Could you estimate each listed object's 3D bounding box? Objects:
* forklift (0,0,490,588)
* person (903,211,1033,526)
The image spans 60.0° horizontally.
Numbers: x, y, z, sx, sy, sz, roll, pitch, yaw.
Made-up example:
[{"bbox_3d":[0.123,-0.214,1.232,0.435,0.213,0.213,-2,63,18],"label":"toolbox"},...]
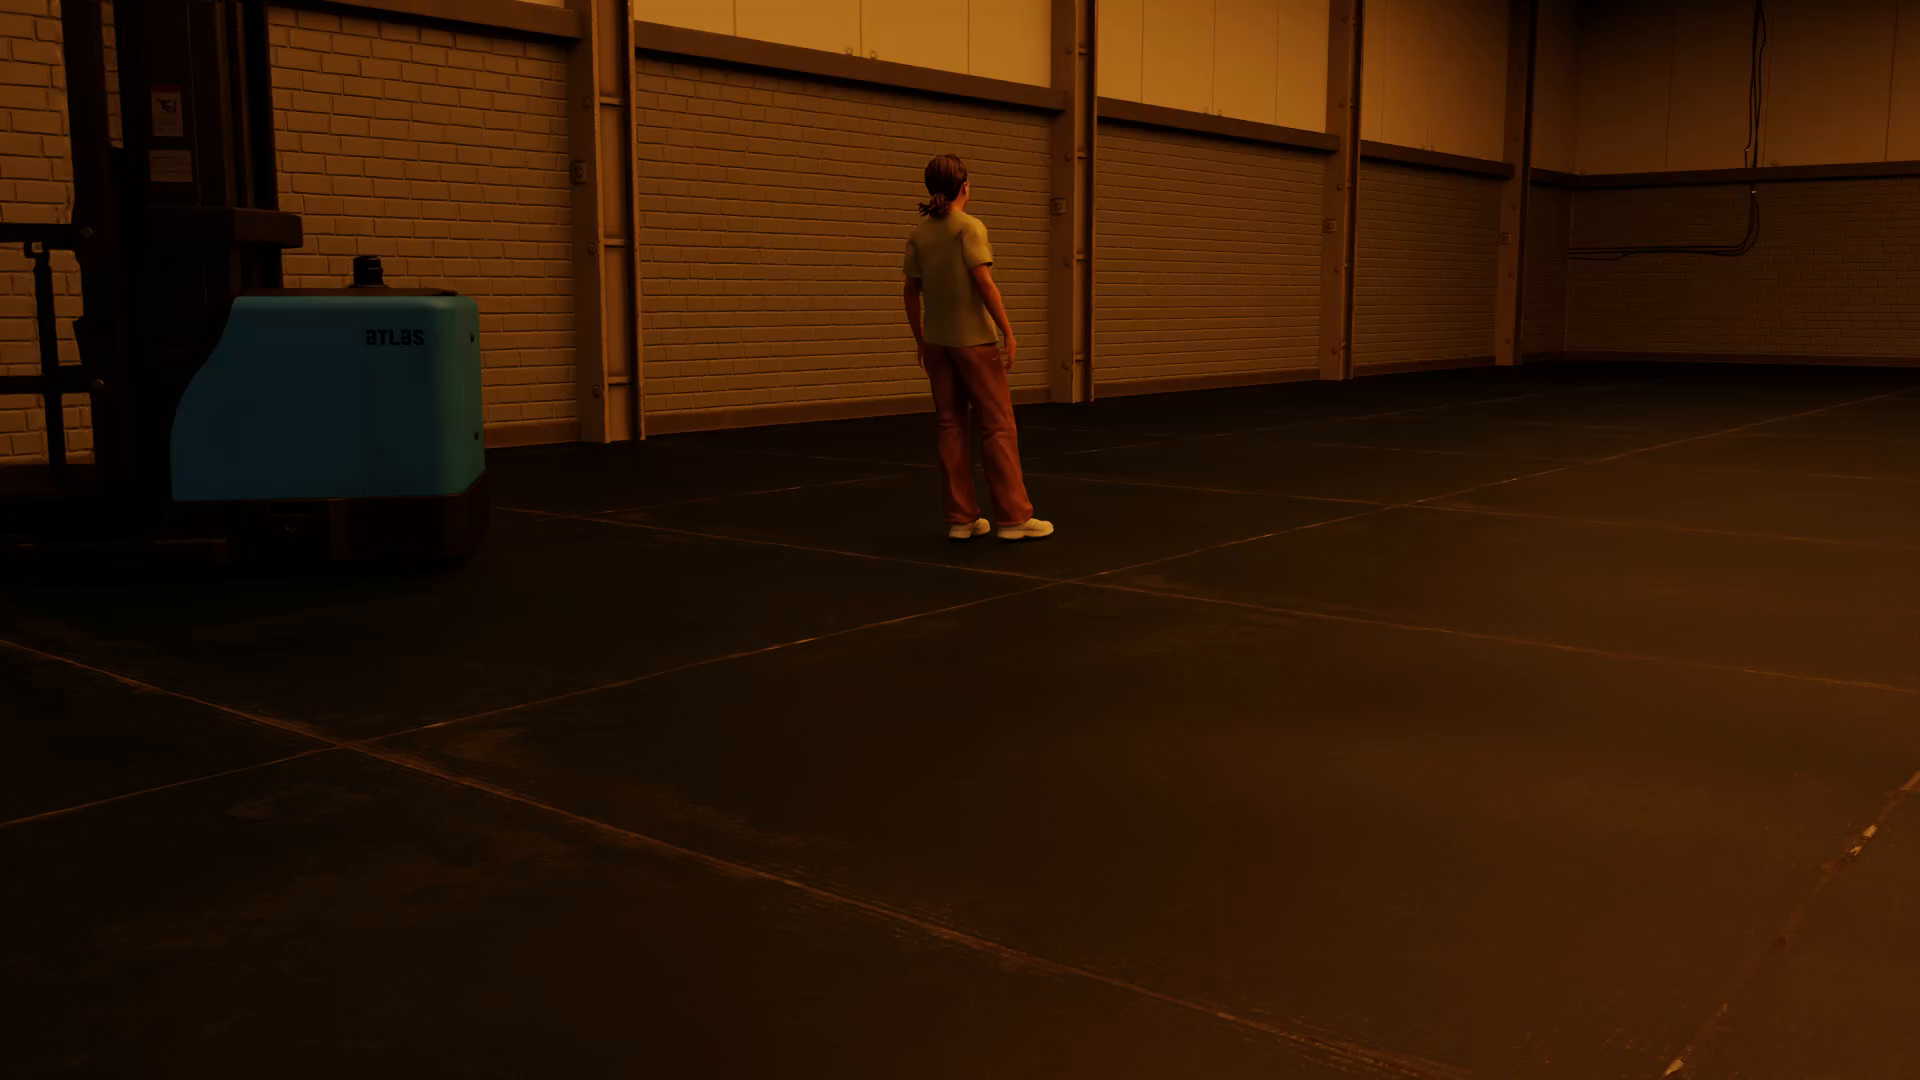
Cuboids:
[{"bbox_3d":[-3.502,-1.350,6.509,3.031,2.935,1.130,-2,8,-10],"label":"forklift"},{"bbox_3d":[0.024,-0.749,7.314,0.520,1.363,0.396,7,11,38],"label":"person"}]
